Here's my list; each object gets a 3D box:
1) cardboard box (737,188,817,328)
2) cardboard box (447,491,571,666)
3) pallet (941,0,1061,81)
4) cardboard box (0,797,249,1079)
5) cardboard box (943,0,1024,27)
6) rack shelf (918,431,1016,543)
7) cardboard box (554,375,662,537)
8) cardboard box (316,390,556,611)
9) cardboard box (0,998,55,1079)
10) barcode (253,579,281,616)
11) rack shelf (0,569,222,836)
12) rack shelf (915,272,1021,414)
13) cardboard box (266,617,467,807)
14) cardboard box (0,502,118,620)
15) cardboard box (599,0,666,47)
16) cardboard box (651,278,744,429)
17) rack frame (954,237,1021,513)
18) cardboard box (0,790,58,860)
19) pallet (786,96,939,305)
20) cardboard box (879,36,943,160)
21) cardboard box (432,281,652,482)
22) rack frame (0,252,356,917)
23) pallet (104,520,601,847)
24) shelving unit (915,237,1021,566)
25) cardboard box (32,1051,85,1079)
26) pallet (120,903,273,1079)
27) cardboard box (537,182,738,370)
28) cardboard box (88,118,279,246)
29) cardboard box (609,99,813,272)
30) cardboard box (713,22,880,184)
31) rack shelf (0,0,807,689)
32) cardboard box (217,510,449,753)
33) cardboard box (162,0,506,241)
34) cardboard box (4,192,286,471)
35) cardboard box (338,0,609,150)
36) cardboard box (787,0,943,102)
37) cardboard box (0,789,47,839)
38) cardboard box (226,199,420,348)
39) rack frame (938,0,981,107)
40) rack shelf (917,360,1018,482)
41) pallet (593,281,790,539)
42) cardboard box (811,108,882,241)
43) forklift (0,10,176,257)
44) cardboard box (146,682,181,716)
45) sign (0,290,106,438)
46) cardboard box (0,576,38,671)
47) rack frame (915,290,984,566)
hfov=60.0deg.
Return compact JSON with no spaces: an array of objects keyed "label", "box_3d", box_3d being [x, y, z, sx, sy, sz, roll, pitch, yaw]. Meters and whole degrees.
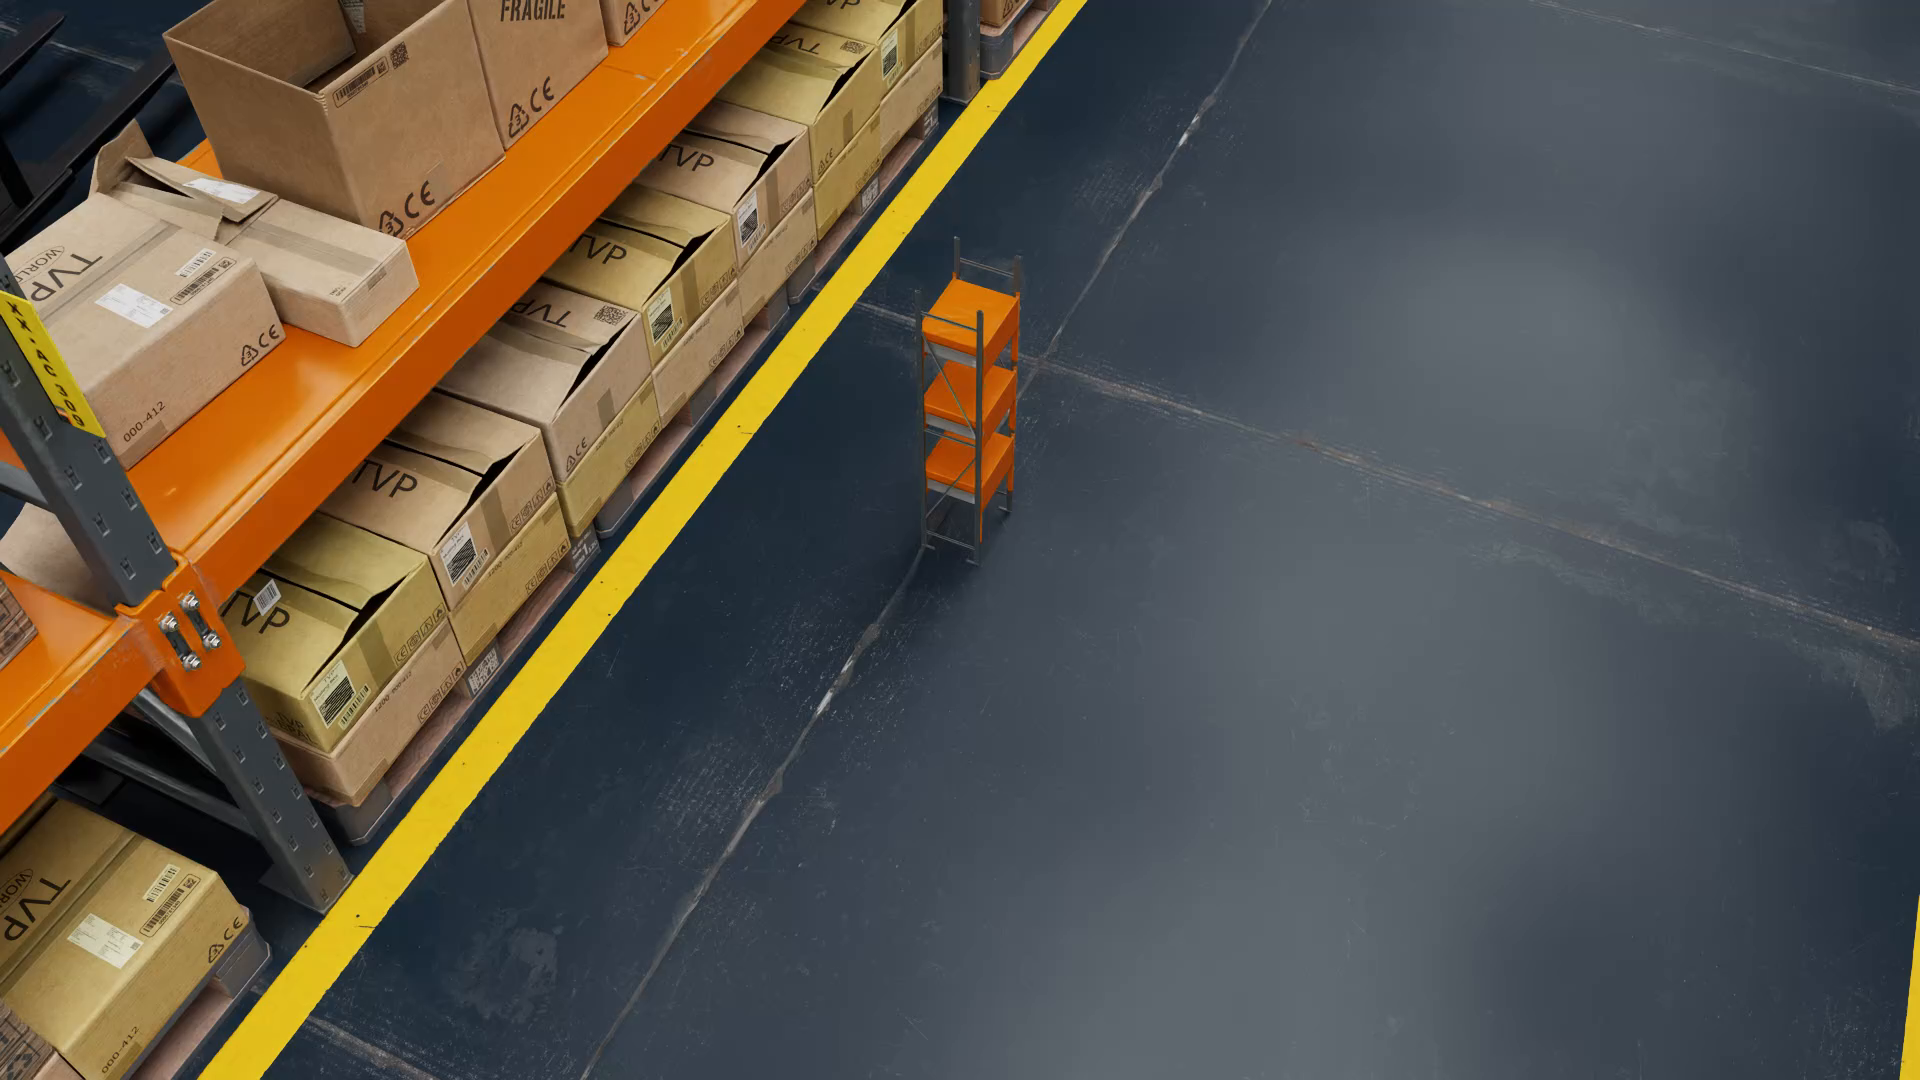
[{"label":"cardboard box","box_3d":[-0.835,-1.038,5.693,0.500,0.250,0.500,21,53,17]},{"label":"cardboard box","box_3d":[-1.489,0.025,4.789,0.500,0.250,0.500,21,53,17]},{"label":"pallet","box_3d":[-0.043,-2.534,7.267,1.003,0.211,1.213,20,52,16]},{"label":"cardboard box","box_3d":[-2.105,0.964,3.990,0.500,0.250,0.500,20,52,16]},{"label":"cardboard box","box_3d":[0.057,-2.489,6.750,0.500,0.500,0.500,22,53,18]},{"label":"rack shelf","box_3d":[0.023,-0.190,5.101,0.215,0.259,0.240,20,52,16]},{"label":"cardboard box","box_3d":[-1.270,-0.333,5.093,0.500,0.250,0.500,18,52,15]},{"label":"cardboard box","box_3d":[-1.484,-0.155,4.573,0.500,0.311,0.500,19,52,16]},{"label":"cardboard box","box_3d":[-2.330,1.062,3.414,0.500,0.500,0.500,20,52,16]},{"label":"barcode","box_3d":[-1.619,0.135,3.888,0.001,0.075,0.075,20,52,16]},{"label":"rack shelf","box_3d":[-2.959,1.429,2.537,1.077,0.370,4.000,20,52,16]},{"label":"rack shelf","box_3d":[0.023,-0.554,4.673,0.215,0.259,0.240,20,52,16]},{"label":"cardboard box","box_3d":[-1.709,0.377,4.490,0.500,0.250,0.500,19,52,15]},{"label":"cardboard box","box_3d":[-2.191,0.020,4.425,0.500,0.311,0.500,20,52,16]},{"label":"cardboard box","box_3d":[-1.098,-1.807,4.753,0.500,0.500,0.500,17,52,14]},{"label":"cardboard box","box_3d":[-1.052,-0.683,5.391,0.500,0.250,0.500,21,53,17]},{"label":"rack frame","box_3d":[0.075,-0.461,4.953,0.200,1.050,0.008,20,52,16]},{"label":"cardboard box","box_3d":[-2.577,0.794,4.134,0.500,0.250,0.500,20,52,16]},{"label":"pallet","box_3d":[-0.783,-1.478,6.369,1.003,0.211,1.213,20,52,16]},{"label":"cardboard box","box_3d":[-0.400,-1.739,6.290,0.500,0.250,0.500,21,53,17]},{"label":"cardboard box","box_3d":[-1.264,-0.511,4.877,0.500,0.311,0.500,18,52,15]},{"label":"rack frame","box_3d":[-2.105,-0.181,3.435,1.000,3.000,0.127,20,52,16]},{"label":"pallet","box_3d":[-1.825,0.202,4.939,1.003,0.211,1.213,20,52,16]},{"label":"shelving unit","box_3d":[0.023,-0.377,4.882,0.215,1.050,0.252,20,52,16]},{"label":"cardboard box","box_3d":[-2.328,1.305,3.700,0.500,0.250,0.500,20,52,16]},{"label":"pallet","box_3d":[-2.483,1.256,4.042,1.003,0.211,1.213,20,52,16]},{"label":"cardboard box","box_3d":[-1.047,-0.871,5.183,0.500,0.311,0.500,21,53,17]},{"label":"cardboard box","box_3d":[-1.895,-0.803,4.052,0.396,0.266,0.258,19,52,15]},{"label":"cardboard box","box_3d":[-0.831,-1.215,5.476,0.500,0.311,0.500,19,52,16]},{"label":"cardboard box","box_3d":[-0.613,-1.562,5.771,0.500,0.311,0.500,19,52,16]},{"label":"rack shelf","box_3d":[-1.250,-1.325,4.881,1.077,0.370,4.000,20,52,16]},{"label":"cardboard box","box_3d":[-1.703,0.188,4.282,0.500,0.311,0.500,20,52,16]},{"label":"cardboard box","box_3d":[-1.537,-1.100,4.151,0.500,0.500,0.500,23,53,19]},{"label":"cardboard box","box_3d":[-1.934,-0.486,3.792,0.500,0.250,0.500,23,53,18]},{"label":"cardboard box","box_3d":[-1.323,-1.445,4.444,0.500,0.500,0.500,20,52,16]},{"label":"cardboard box","box_3d":[-0.397,-1.922,6.077,0.500,0.311,0.500,21,53,17]},{"label":"cardboard box","box_3d":[-2.586,0.548,3.851,0.500,0.500,0.500,20,52,16]},{"label":"cardboard box","box_3d":[-1.541,-0.644,3.993,0.380,0.149,0.250,20,52,16]},{"label":"rack frame","box_3d":[-0.396,-2.936,5.778,1.000,3.000,0.127,20,52,16]},{"label":"rack shelf","box_3d":[0.023,-0.370,4.890,0.215,0.259,0.240,20,52,16]},{"label":"pallet","box_3d":[-1.305,-0.641,5.657,1.003,0.211,1.213,20,52,16]},{"label":"cardboard box","box_3d":[-0.617,-1.383,5.987,0.500,0.250,0.500,19,52,16]},{"label":"forklift","box_3d":[-3.792,-1.795,4.853,1.130,2.935,3.031,12,51,10]},{"label":"cardboard box","box_3d":[-2.190,0.194,4.645,0.500,0.250,0.500,19,52,16]},{"label":"sign","box_3d":[-1.602,-0.308,2.922,0.100,0.325,0.005,20,52,16]},{"label":"cardboard box","box_3d":[-2.289,0.094,3.135,0.700,0.500,0.500,19,52,15]},{"label":"rack frame","box_3d":[-0.029,-0.293,4.810,0.200,1.050,0.008,20,52,16]}]
